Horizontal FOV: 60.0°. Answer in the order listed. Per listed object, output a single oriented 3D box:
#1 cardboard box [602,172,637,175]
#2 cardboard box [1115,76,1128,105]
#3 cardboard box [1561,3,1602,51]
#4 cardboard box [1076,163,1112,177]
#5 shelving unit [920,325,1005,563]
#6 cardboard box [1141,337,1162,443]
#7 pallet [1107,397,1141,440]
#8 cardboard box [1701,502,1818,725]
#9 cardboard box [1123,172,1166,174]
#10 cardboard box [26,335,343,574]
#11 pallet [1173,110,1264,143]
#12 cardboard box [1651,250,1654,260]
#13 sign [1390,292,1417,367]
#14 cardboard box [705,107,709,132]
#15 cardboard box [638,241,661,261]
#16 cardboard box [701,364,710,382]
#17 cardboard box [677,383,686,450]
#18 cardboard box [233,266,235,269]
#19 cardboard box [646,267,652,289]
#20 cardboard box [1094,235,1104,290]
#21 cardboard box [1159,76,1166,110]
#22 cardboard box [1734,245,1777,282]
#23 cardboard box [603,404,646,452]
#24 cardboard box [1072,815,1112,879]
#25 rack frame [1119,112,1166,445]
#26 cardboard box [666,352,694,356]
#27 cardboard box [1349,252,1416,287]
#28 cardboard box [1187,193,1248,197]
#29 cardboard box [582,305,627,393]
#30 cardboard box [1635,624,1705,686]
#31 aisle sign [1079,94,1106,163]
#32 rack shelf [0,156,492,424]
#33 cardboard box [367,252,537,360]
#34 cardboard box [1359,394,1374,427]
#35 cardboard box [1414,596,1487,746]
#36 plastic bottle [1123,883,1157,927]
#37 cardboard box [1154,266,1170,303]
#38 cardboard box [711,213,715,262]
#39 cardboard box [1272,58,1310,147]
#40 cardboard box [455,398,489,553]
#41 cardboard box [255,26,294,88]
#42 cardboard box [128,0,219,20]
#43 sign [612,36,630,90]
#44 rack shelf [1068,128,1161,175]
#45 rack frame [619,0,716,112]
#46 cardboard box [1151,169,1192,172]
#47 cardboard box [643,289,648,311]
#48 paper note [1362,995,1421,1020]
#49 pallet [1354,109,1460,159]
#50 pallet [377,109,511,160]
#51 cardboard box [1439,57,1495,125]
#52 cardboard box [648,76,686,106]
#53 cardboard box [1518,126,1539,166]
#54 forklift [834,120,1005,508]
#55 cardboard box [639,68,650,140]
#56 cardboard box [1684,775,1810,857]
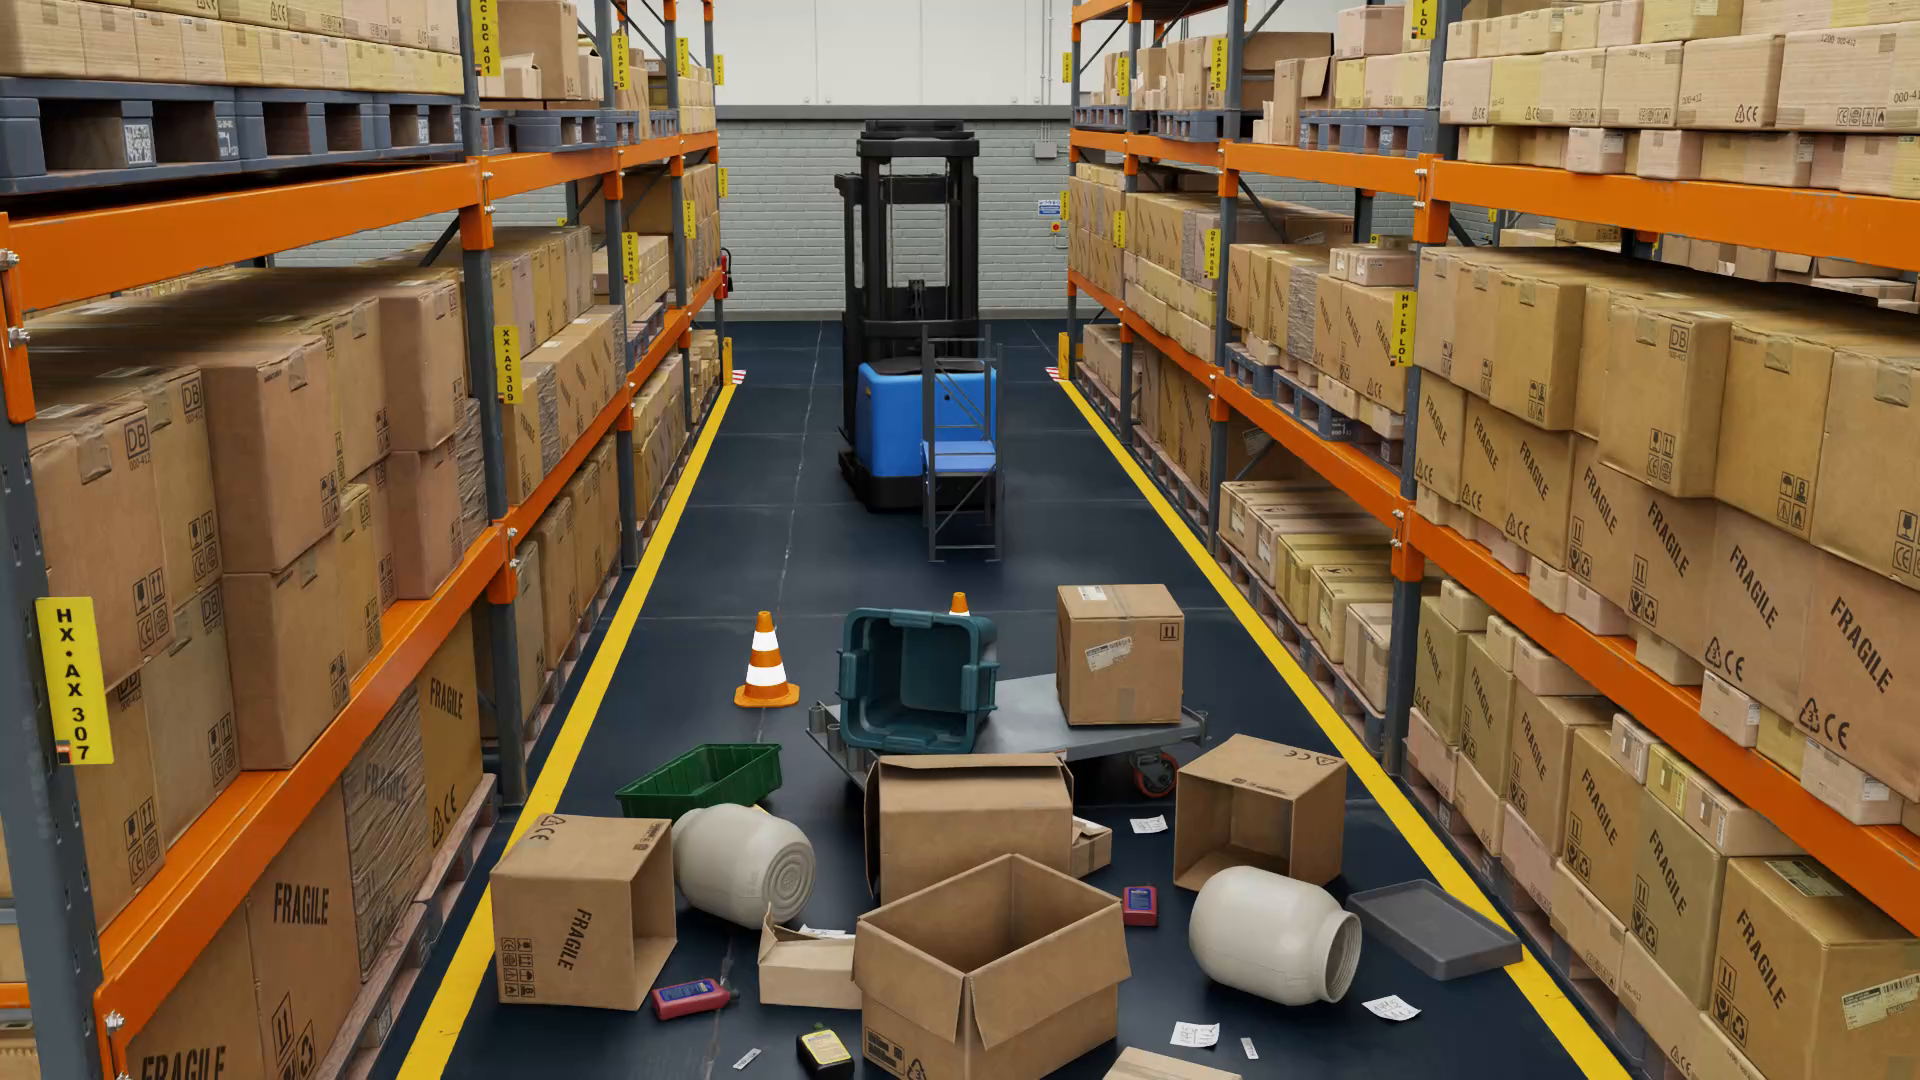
[{"bbox_3d":[-3.277,-3.175,15.541,0.500,0.500,0.500,-1,14,-5],"label":"cardboard box"},{"bbox_3d":[1.635,-4.151,15.348,0.396,0.266,0.258,0,14,-2],"label":"cardboard box"},{"bbox_3d":[2.291,-1.746,5.676,0.380,0.149,0.250,-1,14,-5],"label":"cardboard box"},{"bbox_3d":[1.492,-4.107,18.461,0.380,0.149,0.250,-1,14,-2],"label":"cardboard box"},{"bbox_3d":[0.005,-0.705,11.757,0.538,1.500,1.048,-1,14,-3],"label":"shelving unit"},{"bbox_3d":[2.112,-1.380,14.790,0.875,0.875,0.875,0,14,-2],"label":"cardboard box"},{"bbox_3d":[2.025,-1.198,16.259,1.003,0.211,1.213,-1,14,-3],"label":"pallet"},{"bbox_3d":[2.402,0.178,4.515,0.500,0.500,0.500,-1,14,-3],"label":"cardboard box"},{"bbox_3d":[1.743,-3.406,15.735,0.380,0.149,0.250,-1,14,-3],"label":"cardboard box"},{"bbox_3d":[-2.207,-0.237,4.461,0.875,0.550,0.550,-1,14,-3],"label":"cardboard box"},{"bbox_3d":[2.149,-2.884,11.574,1.213,0.211,1.003,0,14,-1],"label":"pallet"},{"bbox_3d":[6.673,-2.630,15.932,0.500,0.250,0.500,-1,14,-2],"label":"cardboard box"},{"bbox_3d":[1.936,-0.920,7.258,0.100,0.325,0.005,-1,14,-3],"label":"sign"},{"bbox_3d":[-2.840,-4.272,16.892,0.500,0.250,0.500,0,14,-1],"label":"cardboard box"},{"bbox_3d":[-2.689,-2.399,13.796,0.380,0.149,0.250,-1,14,-5],"label":"cardboard box"},{"bbox_3d":[-2.750,-1.701,16.901,0.380,0.149,0.250,-1,14,-3],"label":"cardboard box"},{"bbox_3d":[-2.643,-1.069,14.336,0.500,0.500,0.500,-1,14,-5],"label":"cardboard box"},{"bbox_3d":[-7.748,-2.805,17.414,0.380,0.149,0.250,-1,14,-2],"label":"cardboard box"},{"bbox_3d":[-2.633,-2.059,13.072,0.380,0.149,0.250,-1,14,-3],"label":"cardboard box"},{"bbox_3d":[1.627,-2.771,16.574,0.500,0.500,0.500,-1,14,-4],"label":"cardboard box"},{"bbox_3d":[1.758,-3.489,12.975,0.396,0.266,0.258,0,14,1],"label":"cardboard box"},{"bbox_3d":[6.835,-2.240,13.668,0.700,0.500,0.500,-1,14,-4],"label":"cardboard box"},{"bbox_3d":[-2.494,-0.793,11.757,0.500,0.250,0.500,-2,15,-6],"label":"cardboard box"},{"bbox_3d":[0.398,1.191,6.863,0.258,0.266,0.396,-13,20,-42],"label":"cardboard box"},{"bbox_3d":[1.994,-2.358,15.172,1.000,3.000,0.127,-1,14,-3],"label":"rack frame"},{"bbox_3d":[-2.850,-1.783,16.623,0.380,0.149,0.250,-1,15,-6],"label":"cardboard box"},{"bbox_3d":[2.180,-1.361,8.354,0.380,0.149,0.250,-1,14,-5],"label":"cardboard box"},{"bbox_3d":[2.272,-2.784,14.618,0.500,0.500,0.500,0,14,-2],"label":"cardboard box"},{"bbox_3d":[-2.397,-1.202,10.479,0.500,0.500,0.500,-1,14,-3],"label":"cardboard box"},{"bbox_3d":[2.351,0.341,5.185,0.380,0.149,0.250,-1,14,-4],"label":"cardboard box"},{"bbox_3d":[1.452,-4.625,18.766,0.394,0.787,0.004,-1,14,-3],"label":"aisle sign"},{"bbox_3d":[-2.321,-0.874,4.827,1.077,0.370,4.000,-1,14,-3],"label":"rack shelf"},{"bbox_3d":[-2.546,-1.177,8.372,0.700,0.500,0.500,-1,14,-3],"label":"cardboard box"},{"bbox_3d":[2.183,-0.640,8.155,0.380,0.149,0.250,-1,14,-5],"label":"cardboard box"},{"bbox_3d":[2.256,0.547,7.049,0.500,0.500,0.500,0,14,-1],"label":"cardboard box"},{"bbox_3d":[0.698,1.404,6.445,0.133,0.061,0.283,2,15,6],"label":"plastic bottle"},{"bbox_3d":[1.838,-2.033,13.206,0.500,0.250,0.500,-1,14,-5],"label":"cardboard box"},{"bbox_3d":[-2.877,-3.208,17.677,0.500,0.500,0.500,-1,14,-4],"label":"cardboard box"},{"bbox_3d":[2.290,-2.629,10.002,0.700,0.500,0.500,-1,14,-3],"label":"cardboard box"},{"bbox_3d":[-2.410,-0.248,6.670,0.875,0.550,0.550,-1,14,-3],"label":"cardboard box"},{"bbox_3d":[-1.977,-1.259,4.341,0.380,0.149,0.250,-1,14,-4],"label":"cardboard box"},{"bbox_3d":[-2.003,-1.298,3.694,0.500,0.250,0.500,-1,14,-4],"label":"cardboard box"},{"bbox_3d":[-2.138,-3.010,10.488,0.100,0.325,0.005,-1,14,-3],"label":"sign"},{"bbox_3d":[1.870,-3.960,16.821,1.077,0.370,4.000,-1,14,-3],"label":"rack shelf"},{"bbox_3d":[-3.188,-6.157,17.896,1.000,3.000,0.127,-1,14,-3],"label":"rack frame"},{"bbox_3d":[2.104,-3.604,16.506,0.380,0.149,0.250,-1,14,-4],"label":"cardboard box"},{"bbox_3d":[-2.618,-1.852,12.867,0.380,0.149,0.250,-1,14,-5],"label":"cardboard box"},{"bbox_3d":[1.486,1.606,5.721,0.142,0.019,0.148,-6,16,-23],"label":"paper note"},{"bbox_3d":[2.557,-1.885,7.692,1.213,0.211,1.003,-1,14,-3],"label":"pallet"},{"bbox_3d":[-2.551,-1.854,7.578,0.805,0.209,1.217,-1,15,-6],"label":"pallet"},{"bbox_3d":[2.243,-1.779,6.605,0.500,0.250,0.500,-1,14,-5],"label":"cardboard box"},{"bbox_3d":[-2.731,-4.002,14.839,0.500,0.250,0.500,0,14,-2],"label":"cardboard box"},{"bbox_3d":[2.350,-1.492,6.291,0.380,0.149,0.250,-1,14,-3],"label":"cardboard box"},{"bbox_3d":[-0.439,-1.985,13.861,1.130,2.935,3.031,-3,15,-11],"label":"forklift"},{"bbox_3d":[-2.537,-3.158,12.058,0.500,0.500,0.500,-1,14,-3],"label":"cardboard box"},{"bbox_3d":[2.338,0.792,4.798,0.380,0.149,0.250,0,14,-2],"label":"cardboard box"}]
